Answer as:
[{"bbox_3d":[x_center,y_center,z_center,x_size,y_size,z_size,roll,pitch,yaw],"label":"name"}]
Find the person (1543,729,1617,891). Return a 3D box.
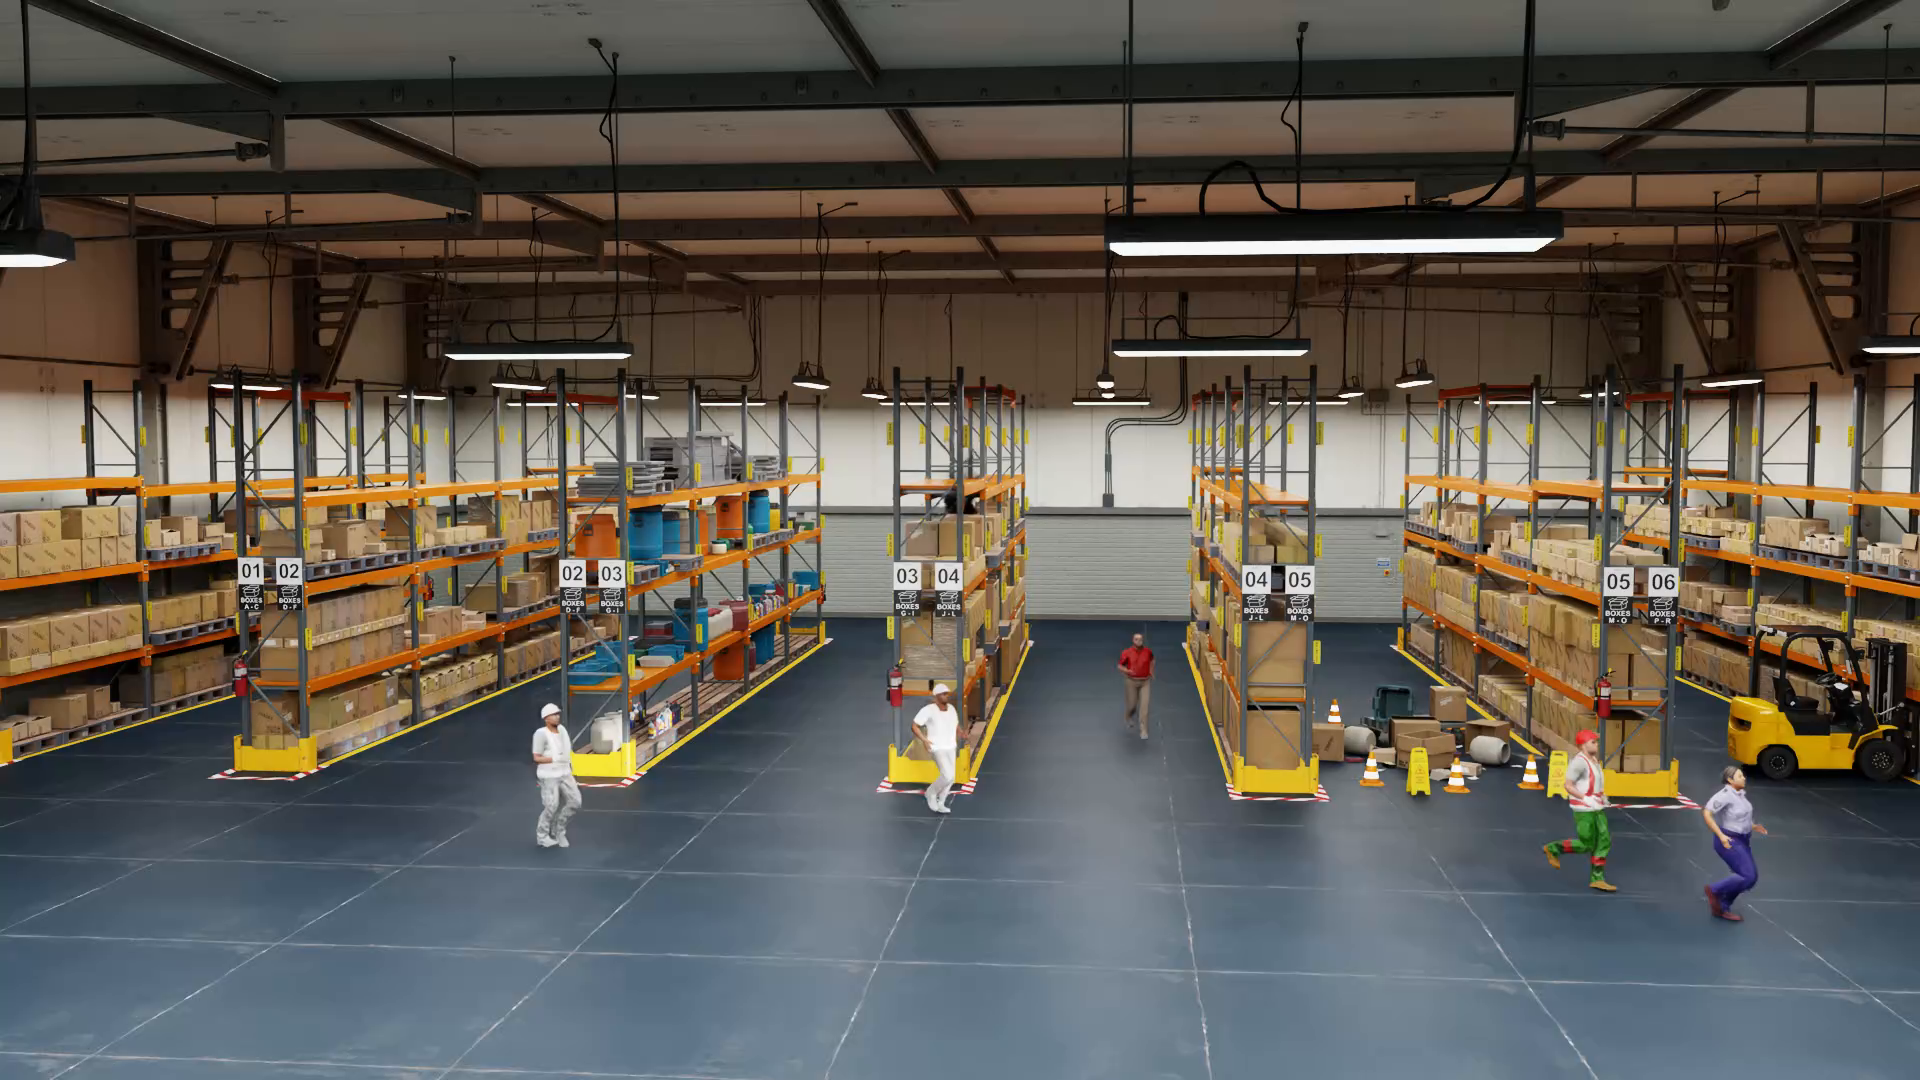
[{"bbox_3d":[6.992,2.986,18.464,0.655,1.762,0.669,-4,5,-45],"label":"person"}]

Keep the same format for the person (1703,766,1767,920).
[{"bbox_3d":[8.019,3.135,17.154,0.538,1.605,0.600,3,5,44],"label":"person"}]

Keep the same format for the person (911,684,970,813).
[{"bbox_3d":[-0.208,2.770,22.033,0.713,1.729,0.567,-3,5,-44],"label":"person"}]

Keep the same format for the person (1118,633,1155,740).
[{"bbox_3d":[2.965,2.414,27.756,0.664,1.725,0.954,0,4,-7],"label":"person"}]

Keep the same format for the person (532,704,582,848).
[{"bbox_3d":[-4.854,2.868,20.105,0.652,1.779,0.662,2,4,31],"label":"person"}]
